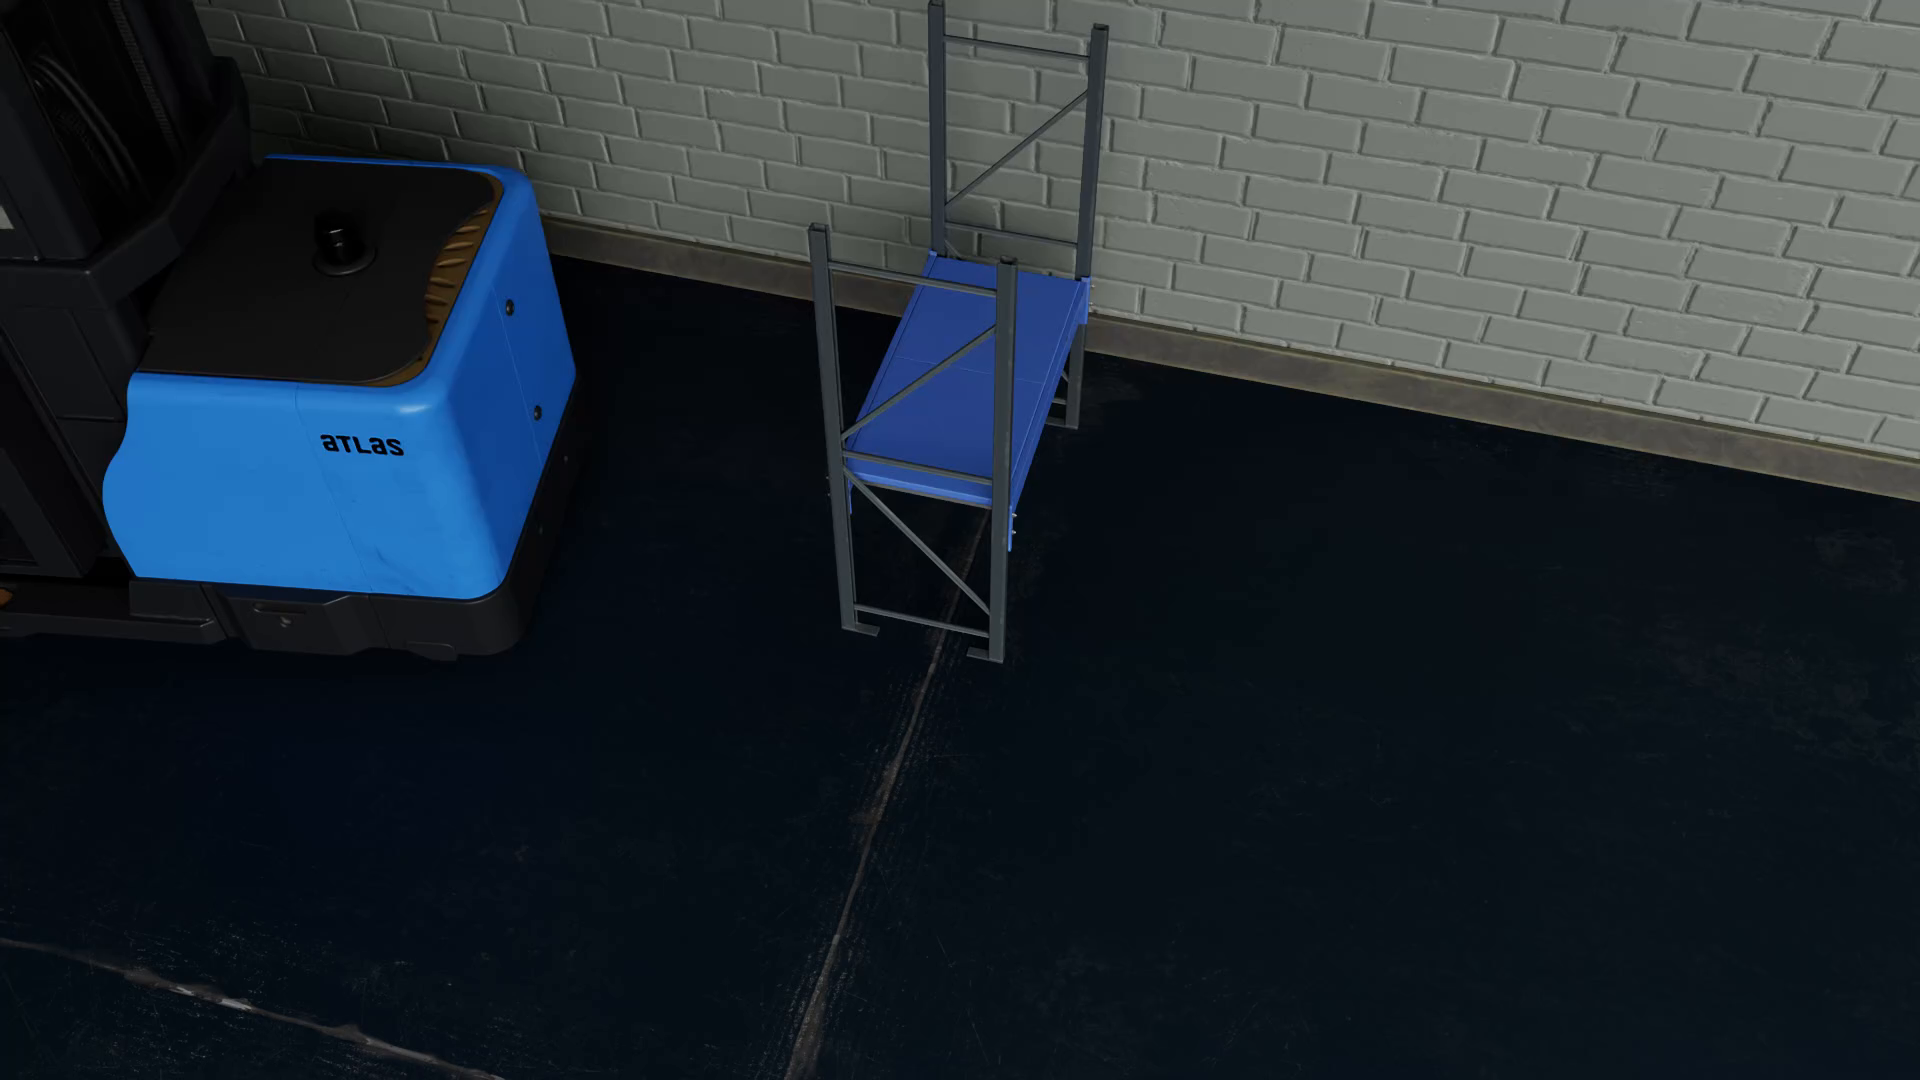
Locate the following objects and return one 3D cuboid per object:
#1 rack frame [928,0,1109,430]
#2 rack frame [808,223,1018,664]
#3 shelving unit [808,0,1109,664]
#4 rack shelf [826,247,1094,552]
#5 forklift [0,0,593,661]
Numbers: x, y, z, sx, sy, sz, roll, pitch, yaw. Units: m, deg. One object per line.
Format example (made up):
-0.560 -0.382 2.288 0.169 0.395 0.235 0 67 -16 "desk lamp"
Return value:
0.156 -0.926 5.067 0.500 1.500 0.032 12 50 10 "rack frame"
-0.111 -0.190 4.418 0.500 1.500 0.032 12 50 10 "rack frame"
0.022 -0.558 4.742 0.538 1.500 1.048 12 50 10 "shelving unit"
0.022 -0.439 4.877 0.538 0.185 1.000 12 50 10 "rack shelf"
-2.755 -1.071 4.240 3.031 2.935 1.130 4 49 3 "forklift"
